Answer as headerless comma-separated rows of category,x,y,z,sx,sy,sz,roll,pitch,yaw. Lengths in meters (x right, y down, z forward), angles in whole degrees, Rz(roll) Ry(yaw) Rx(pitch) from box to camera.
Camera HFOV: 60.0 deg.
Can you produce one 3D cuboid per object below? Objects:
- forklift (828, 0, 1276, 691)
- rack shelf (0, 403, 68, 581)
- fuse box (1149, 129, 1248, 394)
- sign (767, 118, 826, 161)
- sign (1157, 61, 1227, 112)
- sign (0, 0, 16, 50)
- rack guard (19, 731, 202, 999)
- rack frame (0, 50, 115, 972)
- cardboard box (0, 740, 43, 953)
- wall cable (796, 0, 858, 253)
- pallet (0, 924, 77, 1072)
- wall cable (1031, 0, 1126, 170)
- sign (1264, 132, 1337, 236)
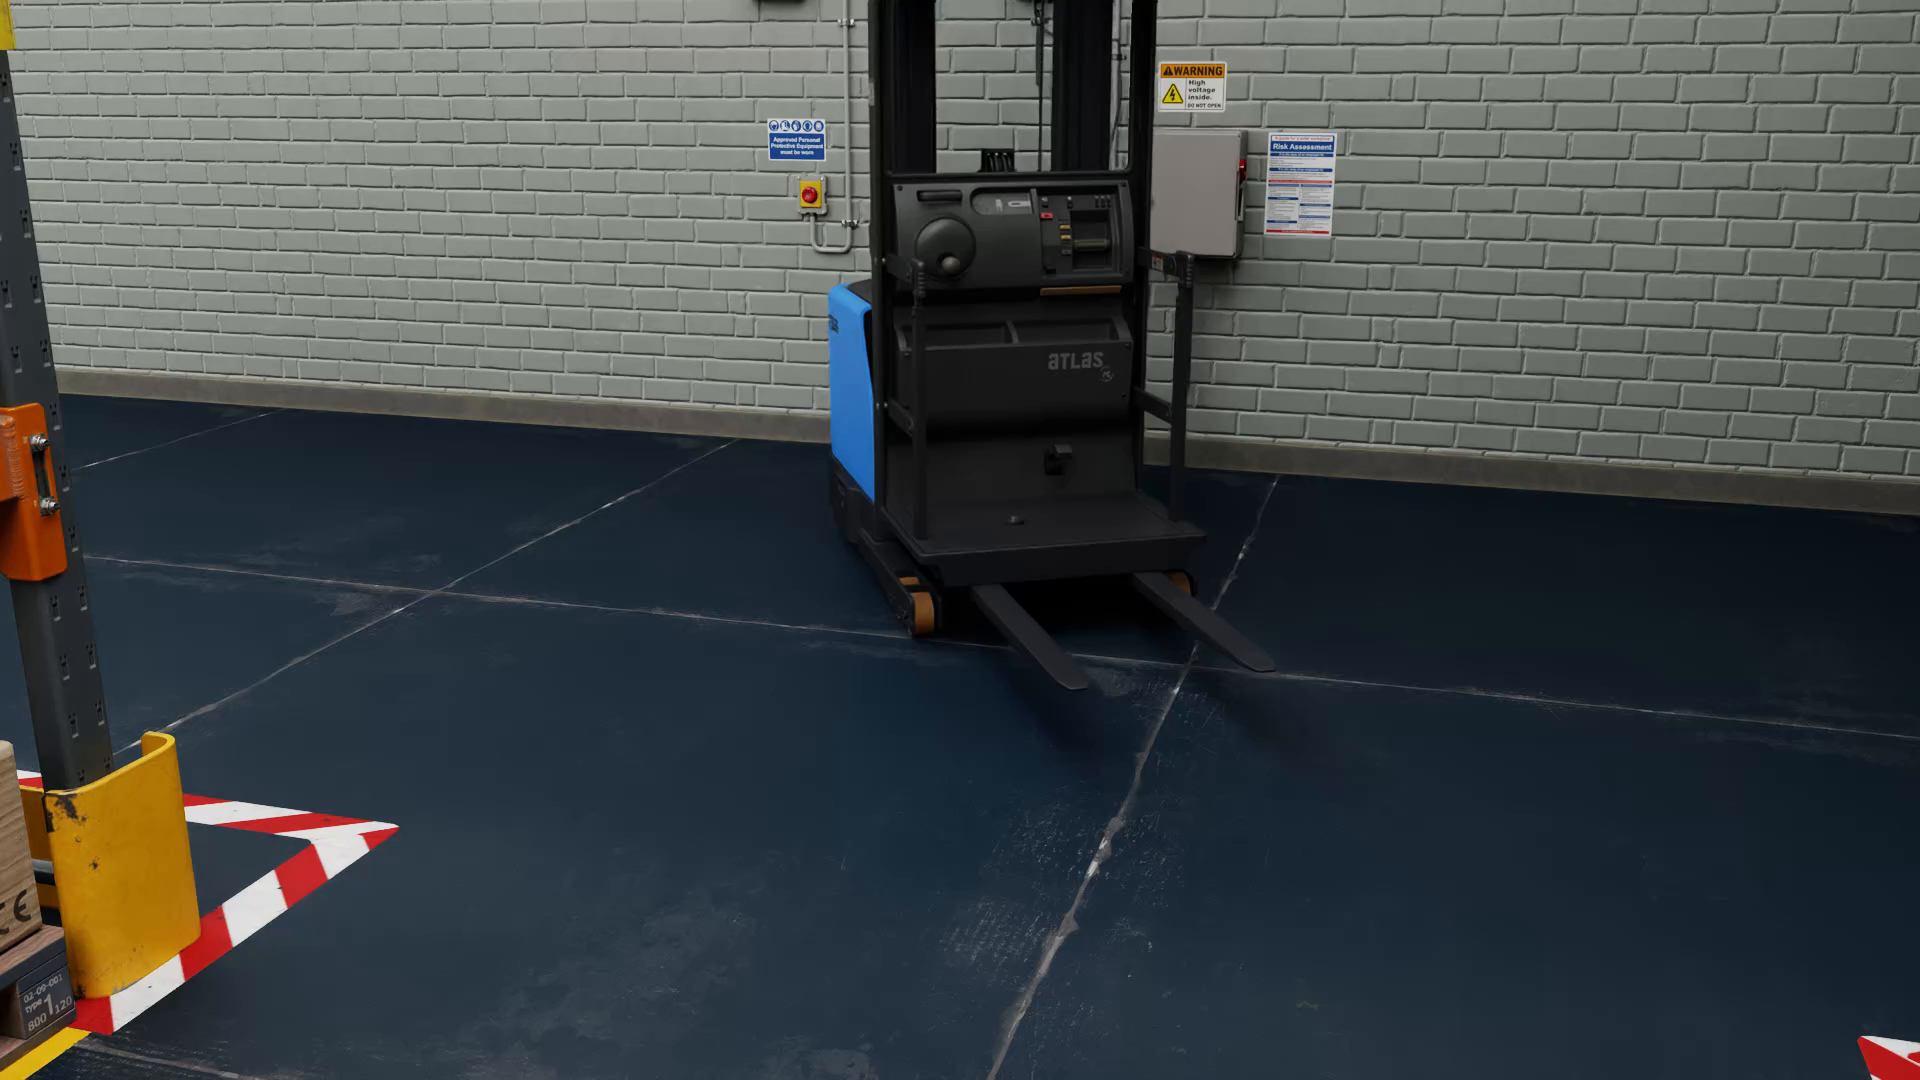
forklift,0.265,-1.174,6.096,1.130,2.935,3.031,-4,16,-14
rack shelf,-2.987,0.372,1.839,1.077,0.370,4.000,5,16,16
fuse box,1.134,-1.153,8.260,0.539,1.711,0.414,5,16,16
sign,-0.867,-2.124,8.825,0.327,0.218,0.001,5,16,16
sign,1.140,-2.229,8.177,0.339,0.242,0.001,5,16,16
sign,-1.902,-1.122,3.234,0.100,0.325,0.005,5,16,16
rack guard,-2.412,0.699,3.948,1.175,0.500,0.348,5,16,16
rack frame,-2.418,-0.497,3.585,1.000,3.000,0.127,5,16,16
cardboard box,-2.510,0.714,3.241,0.875,0.438,0.875,4,16,14
wall cable,-0.838,-2.478,8.650,0.585,1.953,0.123,5,16,16
pallet,-2.571,1.060,3.207,1.003,0.211,1.213,5,16,16
wall cable,0.525,-2.356,8.277,0.588,1.984,0.122,5,16,16
sign,1.667,-1.743,8.153,0.329,0.494,0.001,5,16,16
